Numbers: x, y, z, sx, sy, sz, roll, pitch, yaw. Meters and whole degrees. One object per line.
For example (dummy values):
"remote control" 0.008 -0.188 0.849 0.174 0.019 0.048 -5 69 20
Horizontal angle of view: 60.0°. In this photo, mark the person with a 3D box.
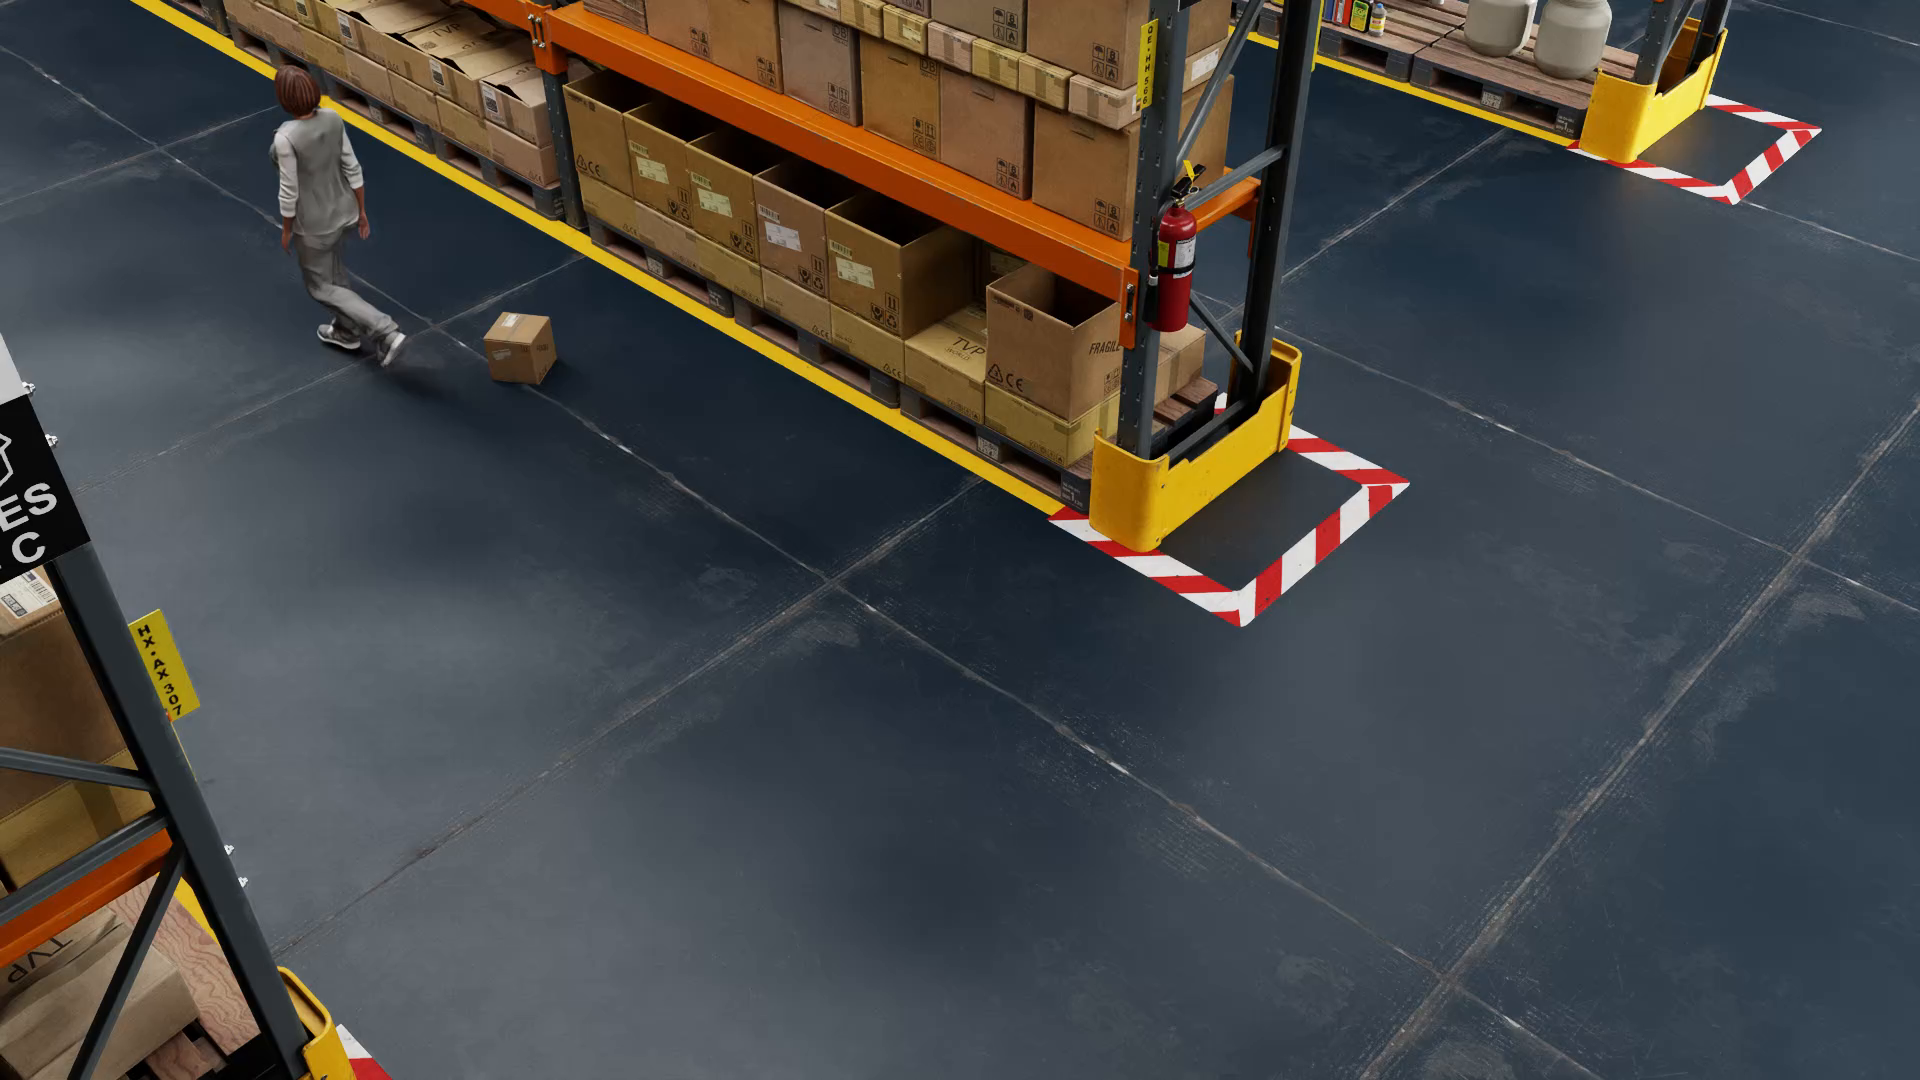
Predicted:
"person" -3.015 -1.529 7.974 0.745 1.566 0.406 18 43 20
